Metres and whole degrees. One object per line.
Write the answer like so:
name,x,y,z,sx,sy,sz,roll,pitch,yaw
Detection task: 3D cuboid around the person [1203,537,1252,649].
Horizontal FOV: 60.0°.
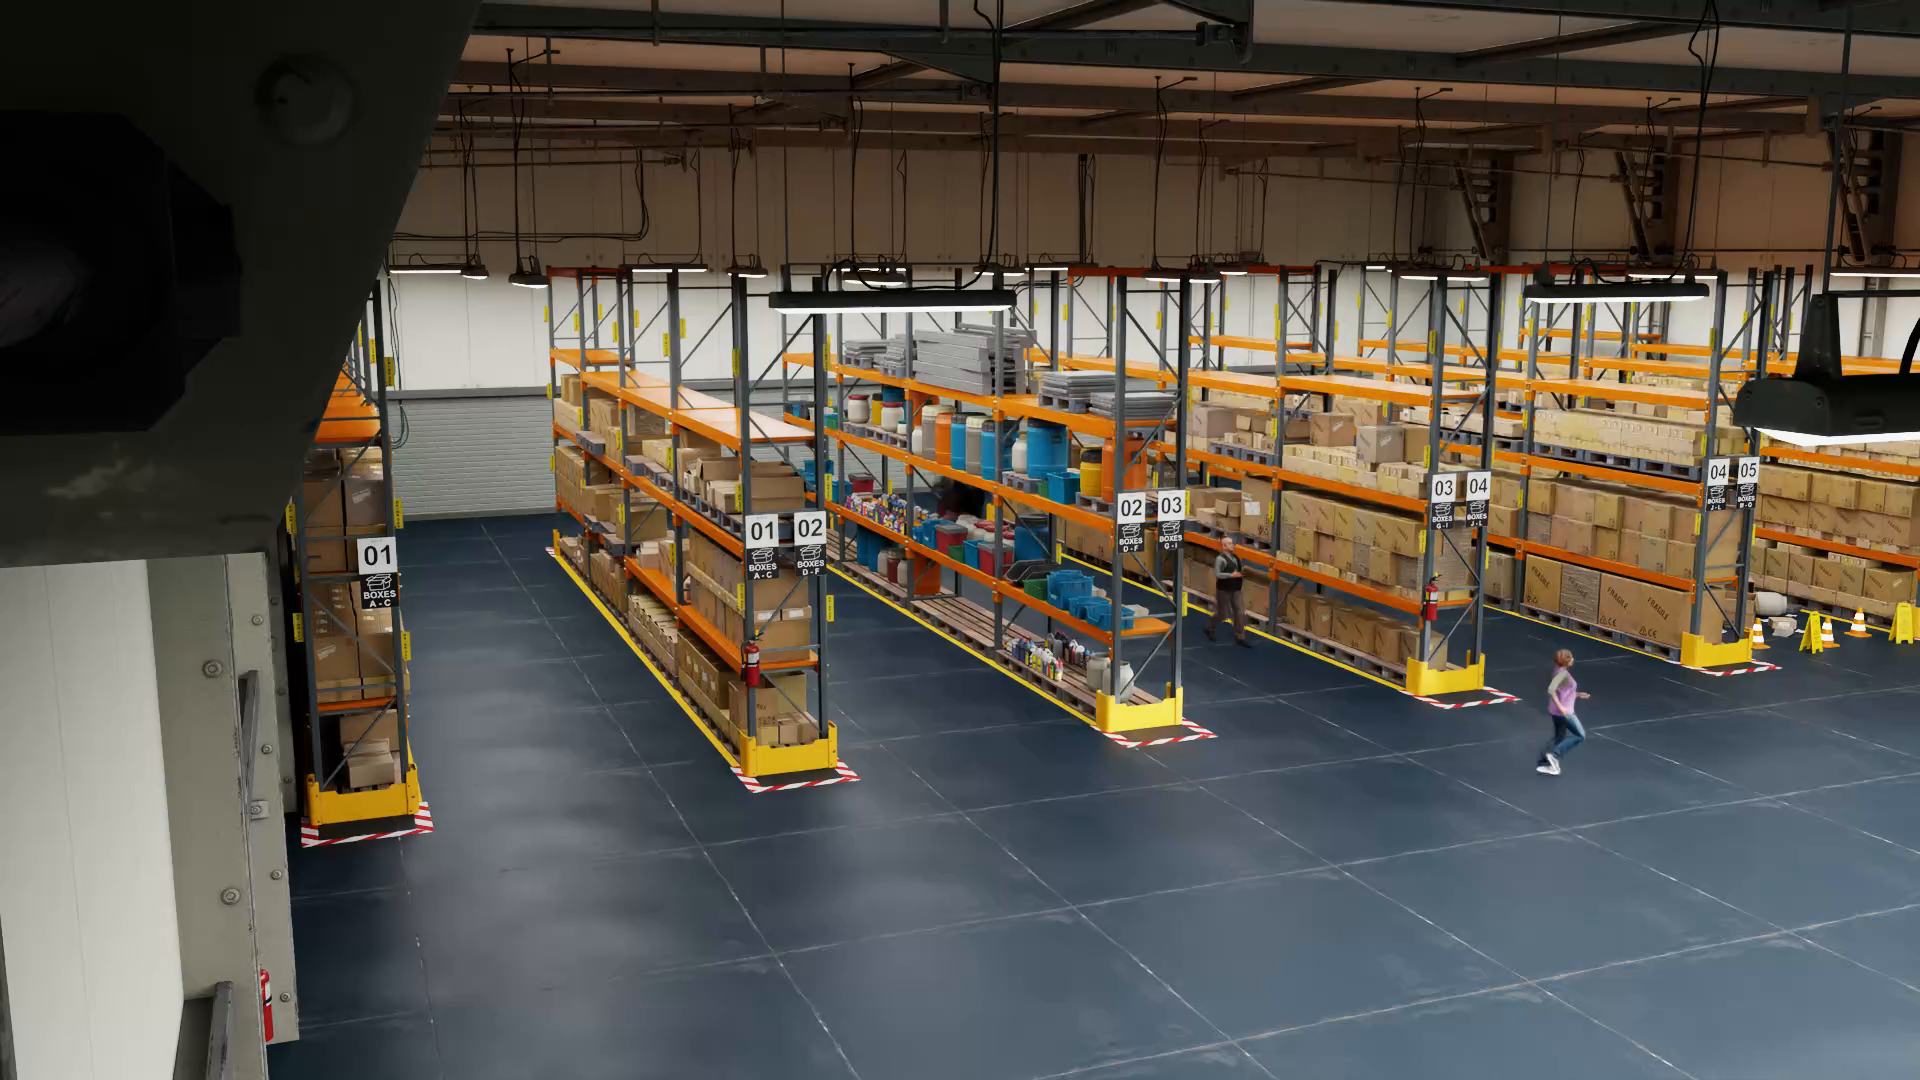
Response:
person,4.241,0.812,26.210,0.661,1.711,0.906,-8,13,-38

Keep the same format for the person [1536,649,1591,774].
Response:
person,7.323,2.088,20.128,0.591,1.564,0.522,1,10,8
